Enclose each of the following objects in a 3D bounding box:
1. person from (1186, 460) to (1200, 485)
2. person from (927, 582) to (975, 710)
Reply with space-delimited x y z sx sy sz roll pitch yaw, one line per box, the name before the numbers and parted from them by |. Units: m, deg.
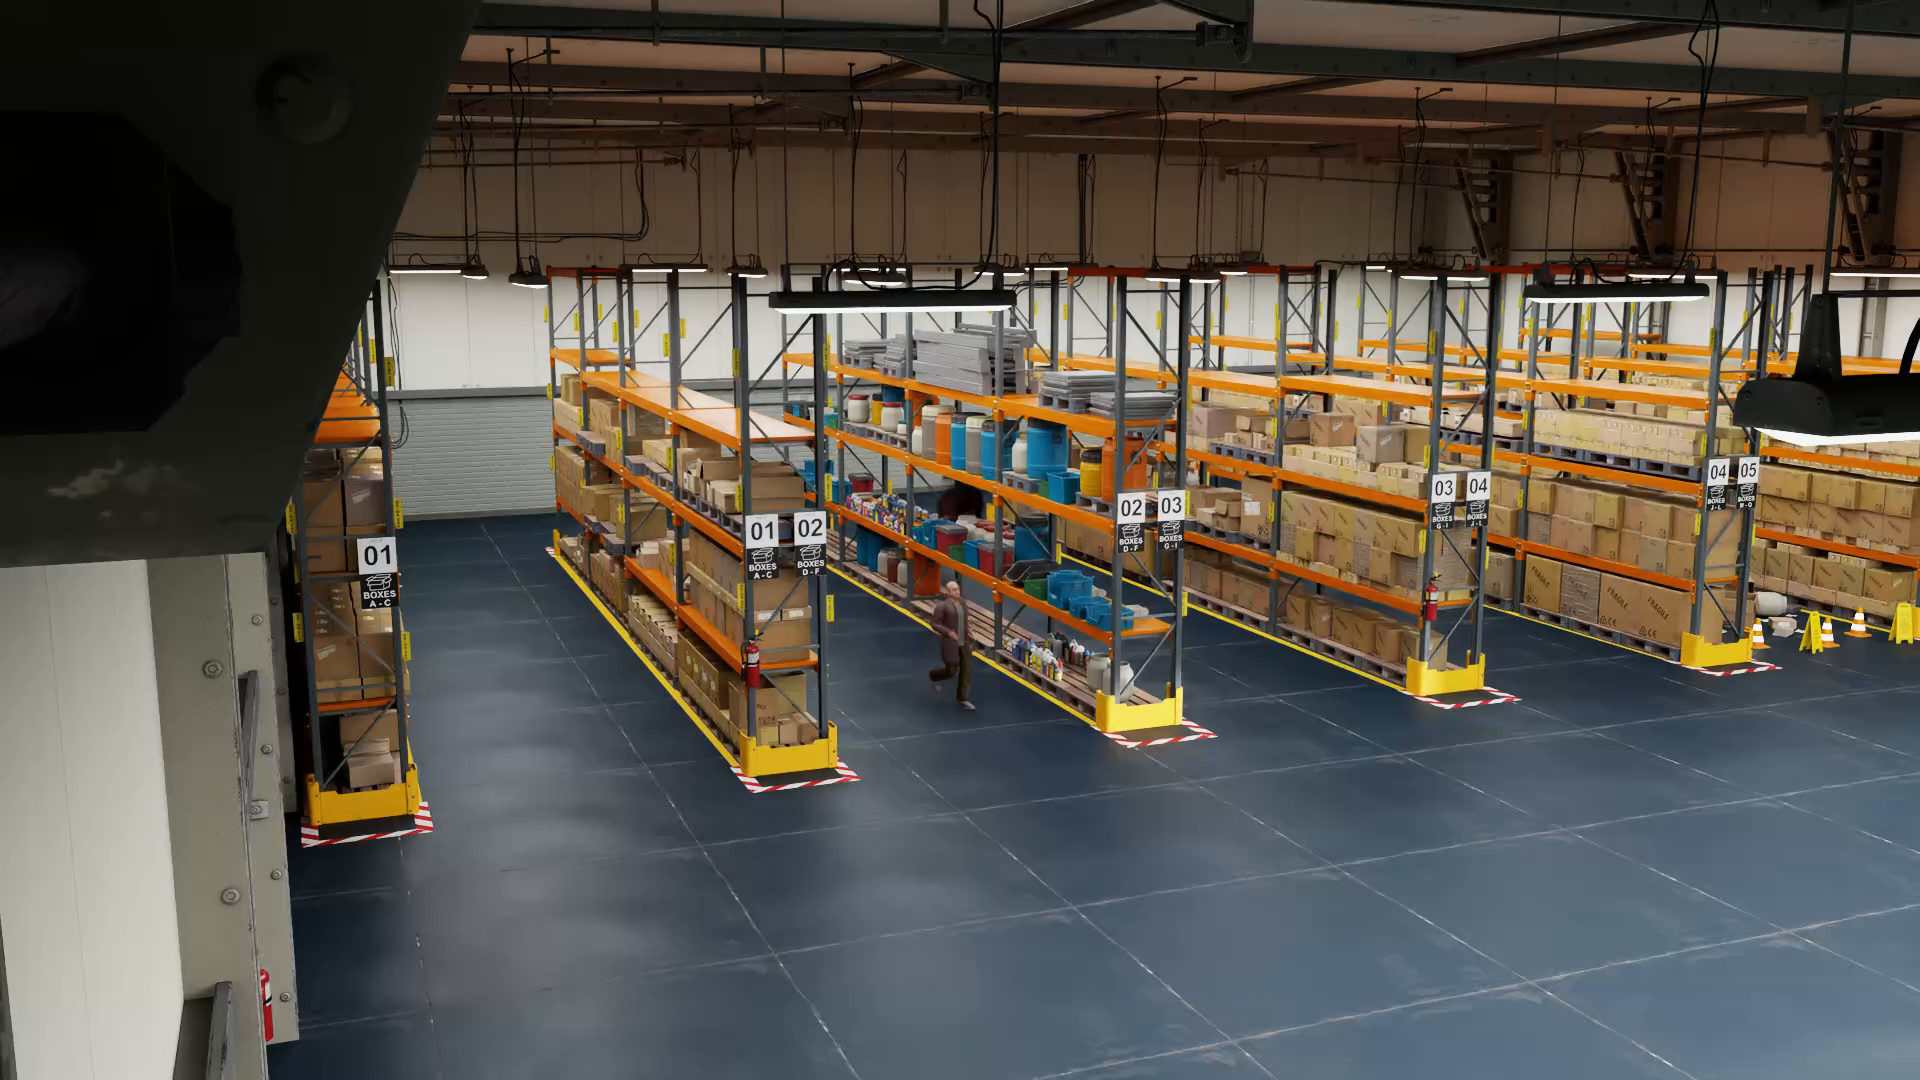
person | 5.210 -0.977 37.447 0.572 1.699 0.877 -3 10 -17
person | -0.096 1.448 23.293 0.710 1.764 0.934 -8 13 -38
